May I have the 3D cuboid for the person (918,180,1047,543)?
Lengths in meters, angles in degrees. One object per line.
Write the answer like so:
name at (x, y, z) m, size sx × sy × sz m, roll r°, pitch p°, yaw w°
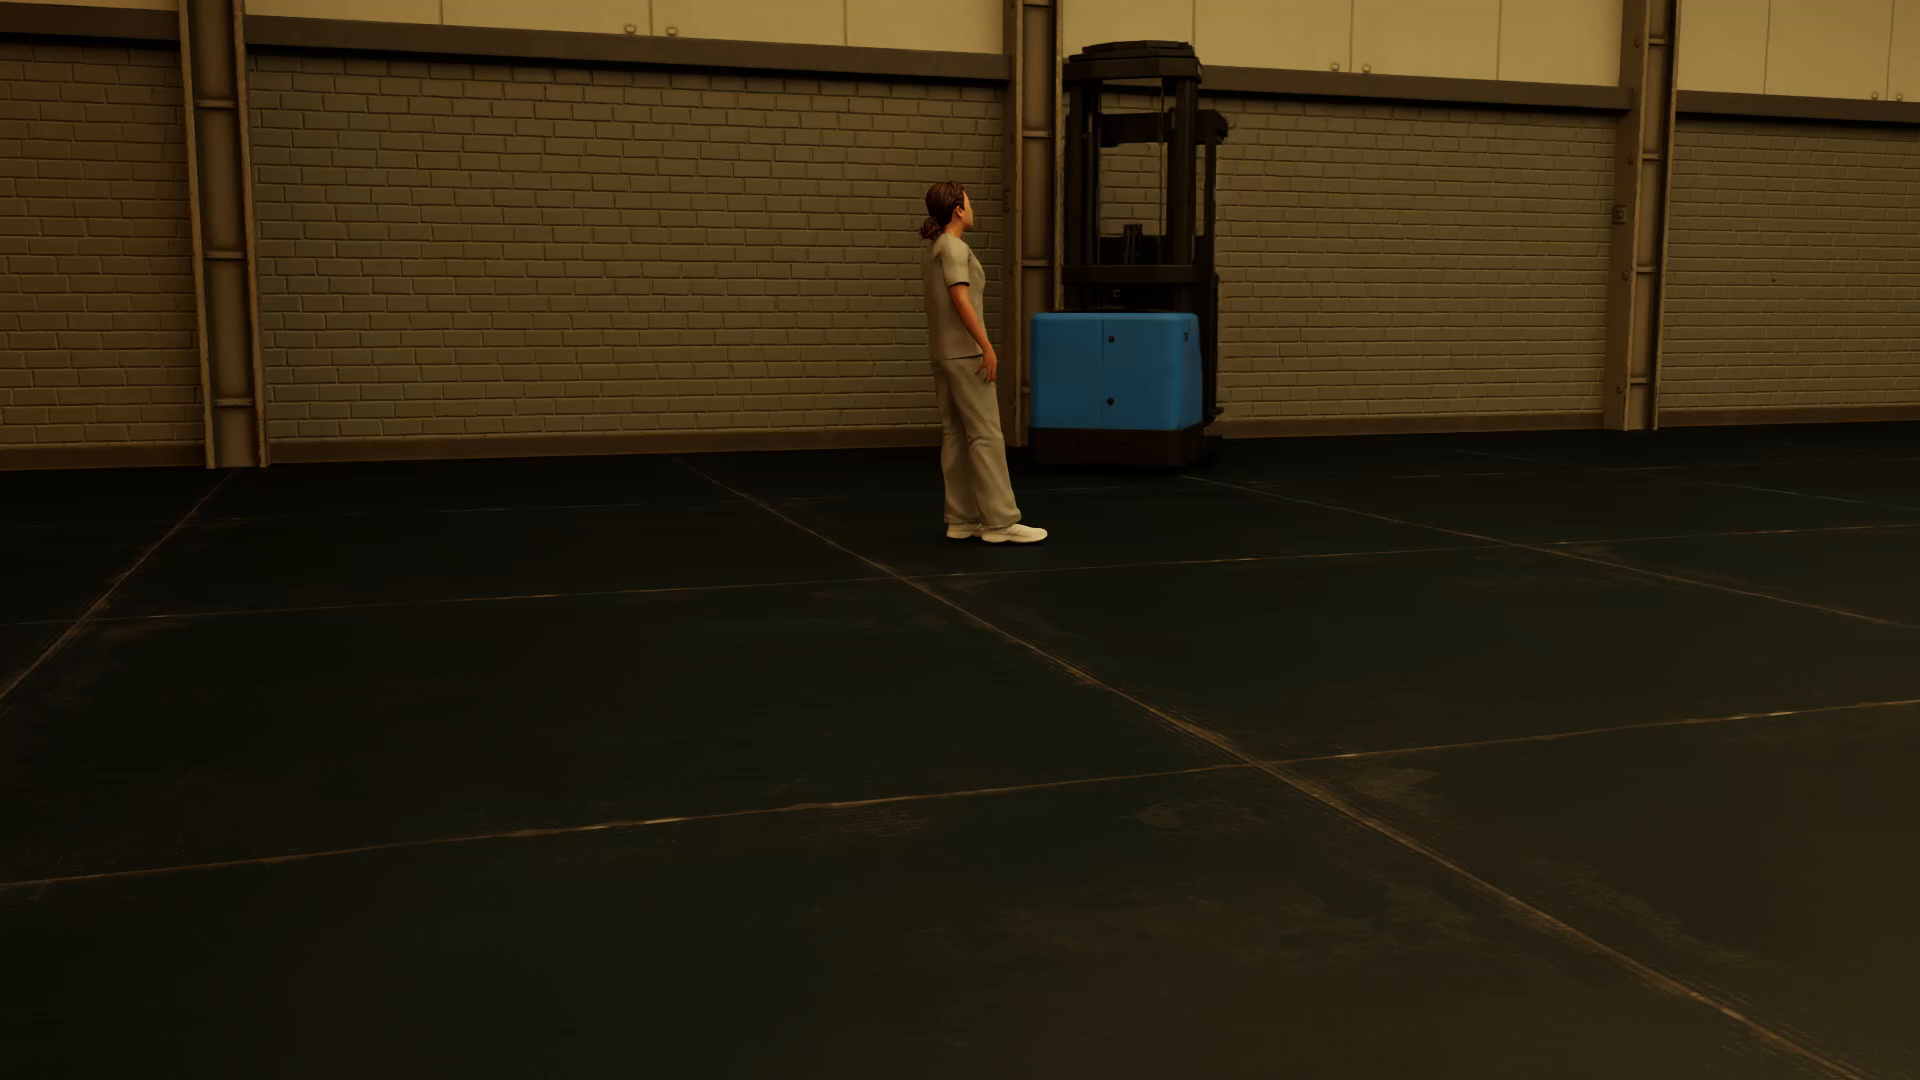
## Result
person at (0.075, -0.839, 7.820) m, size 0.548 × 1.673 × 0.549 m, roll -3°, pitch 8°, yaw -18°

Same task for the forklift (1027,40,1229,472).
forklift at (1.363, -2.073, 12.289) m, size 1.130 × 2.935 × 3.031 m, roll 2°, pitch 8°, yaw 16°
